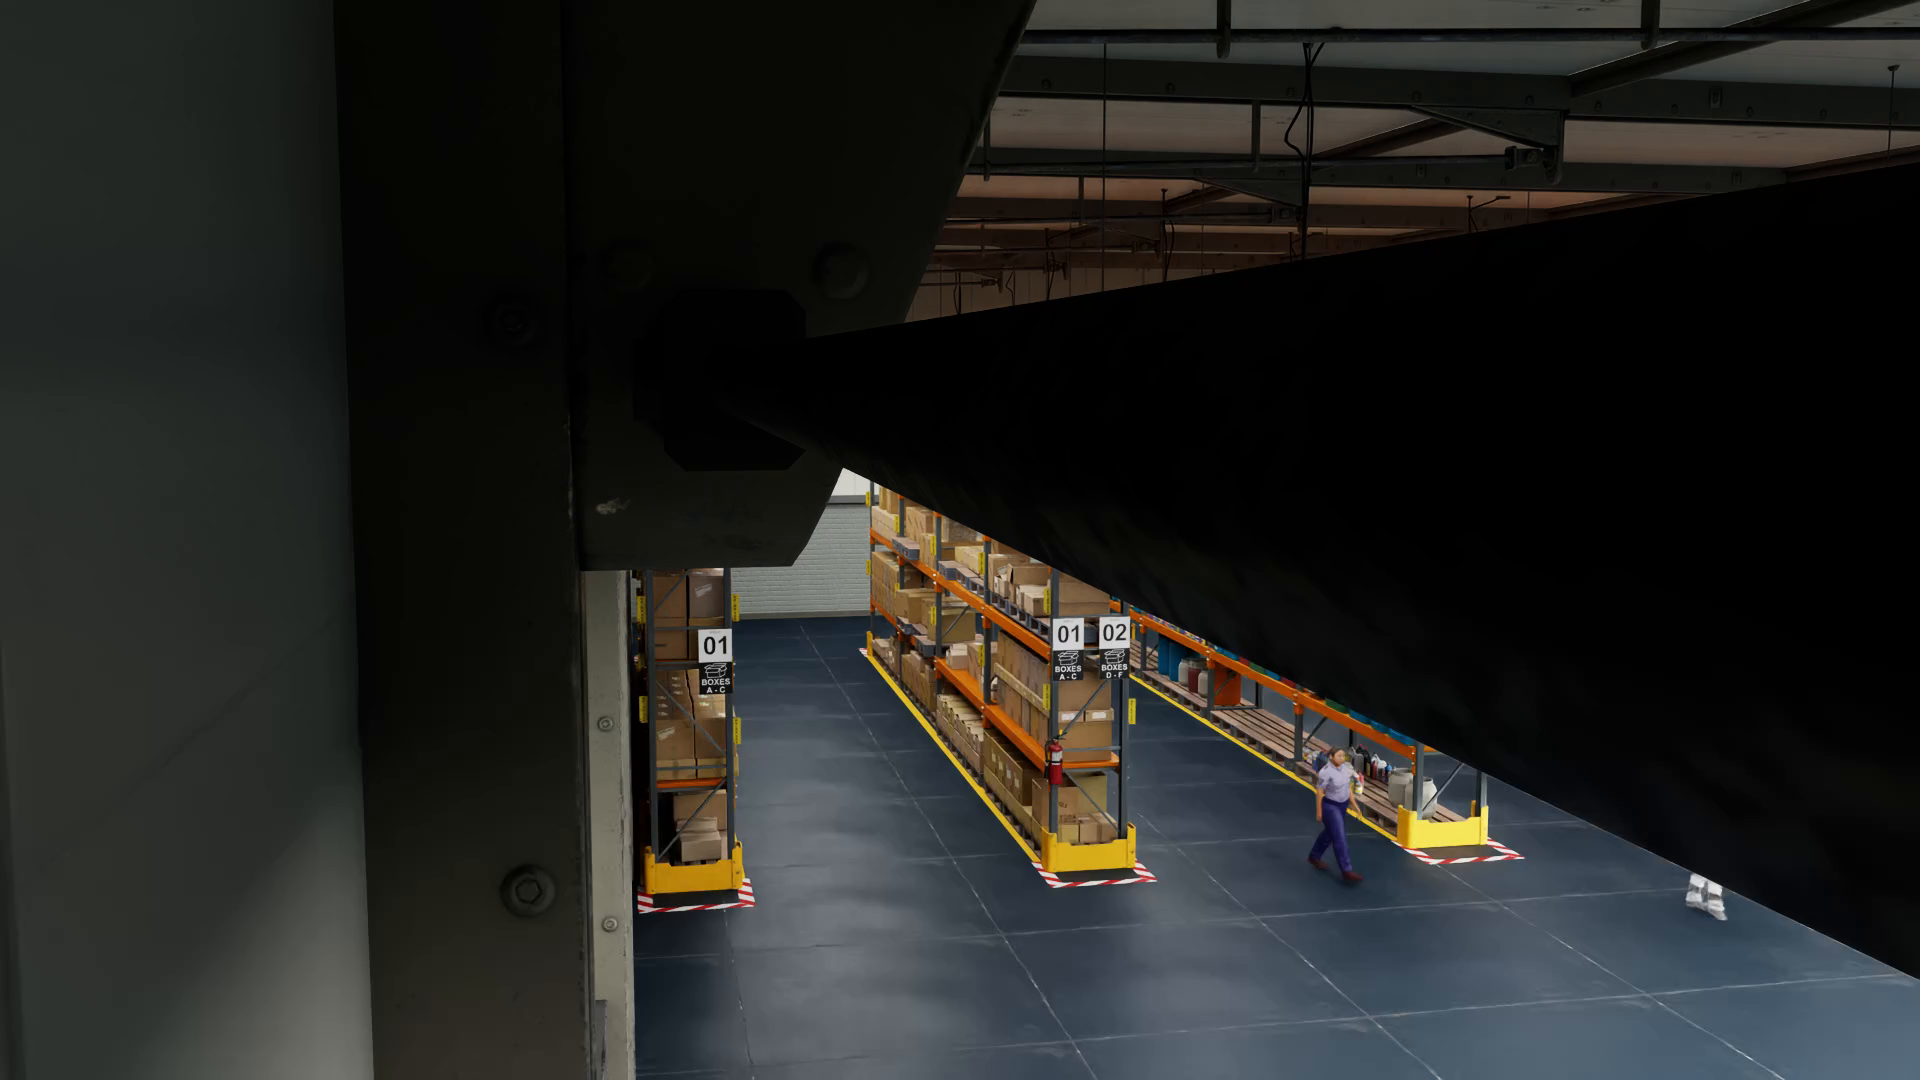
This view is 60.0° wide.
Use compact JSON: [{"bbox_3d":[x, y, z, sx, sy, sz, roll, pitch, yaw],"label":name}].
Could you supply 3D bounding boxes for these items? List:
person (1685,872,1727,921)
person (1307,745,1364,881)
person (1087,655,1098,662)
[{"bbox_3d":[8.708,3.468,19.250,0.510,1.875,0.555,3,7,26],"label":"person"},{"bbox_3d":[4.710,3.366,20.686,0.919,1.590,0.528,5,8,40],"label":"person"},{"bbox_3d":[2.417,2.221,31.411,0.751,1.675,0.678,0,6,-3],"label":"person"}]
